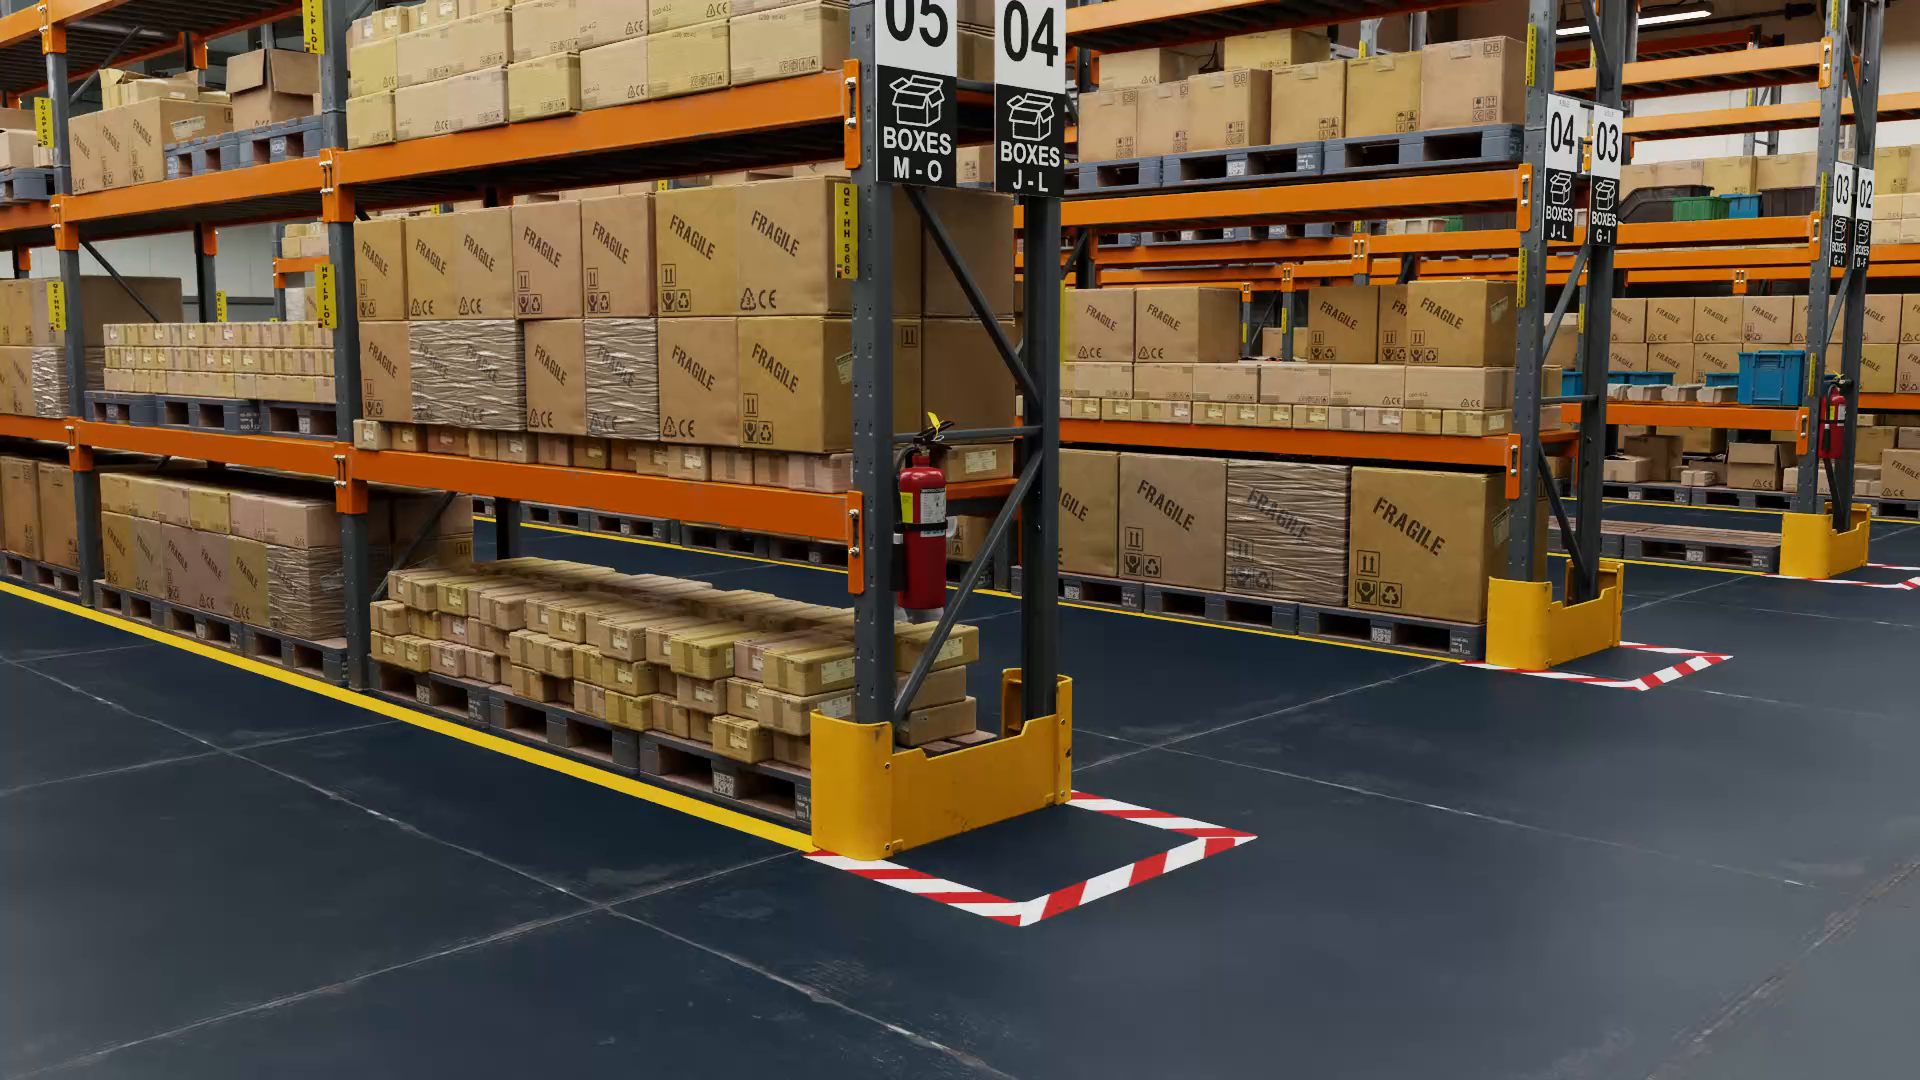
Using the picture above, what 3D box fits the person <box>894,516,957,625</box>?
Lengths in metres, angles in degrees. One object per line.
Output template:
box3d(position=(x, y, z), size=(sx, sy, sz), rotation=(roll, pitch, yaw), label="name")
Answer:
box3d(position=(-0.256, -0.047, 8.611), size=(0.439, 1.747, 0.584), rotation=(6, 9, 41), label="person")
